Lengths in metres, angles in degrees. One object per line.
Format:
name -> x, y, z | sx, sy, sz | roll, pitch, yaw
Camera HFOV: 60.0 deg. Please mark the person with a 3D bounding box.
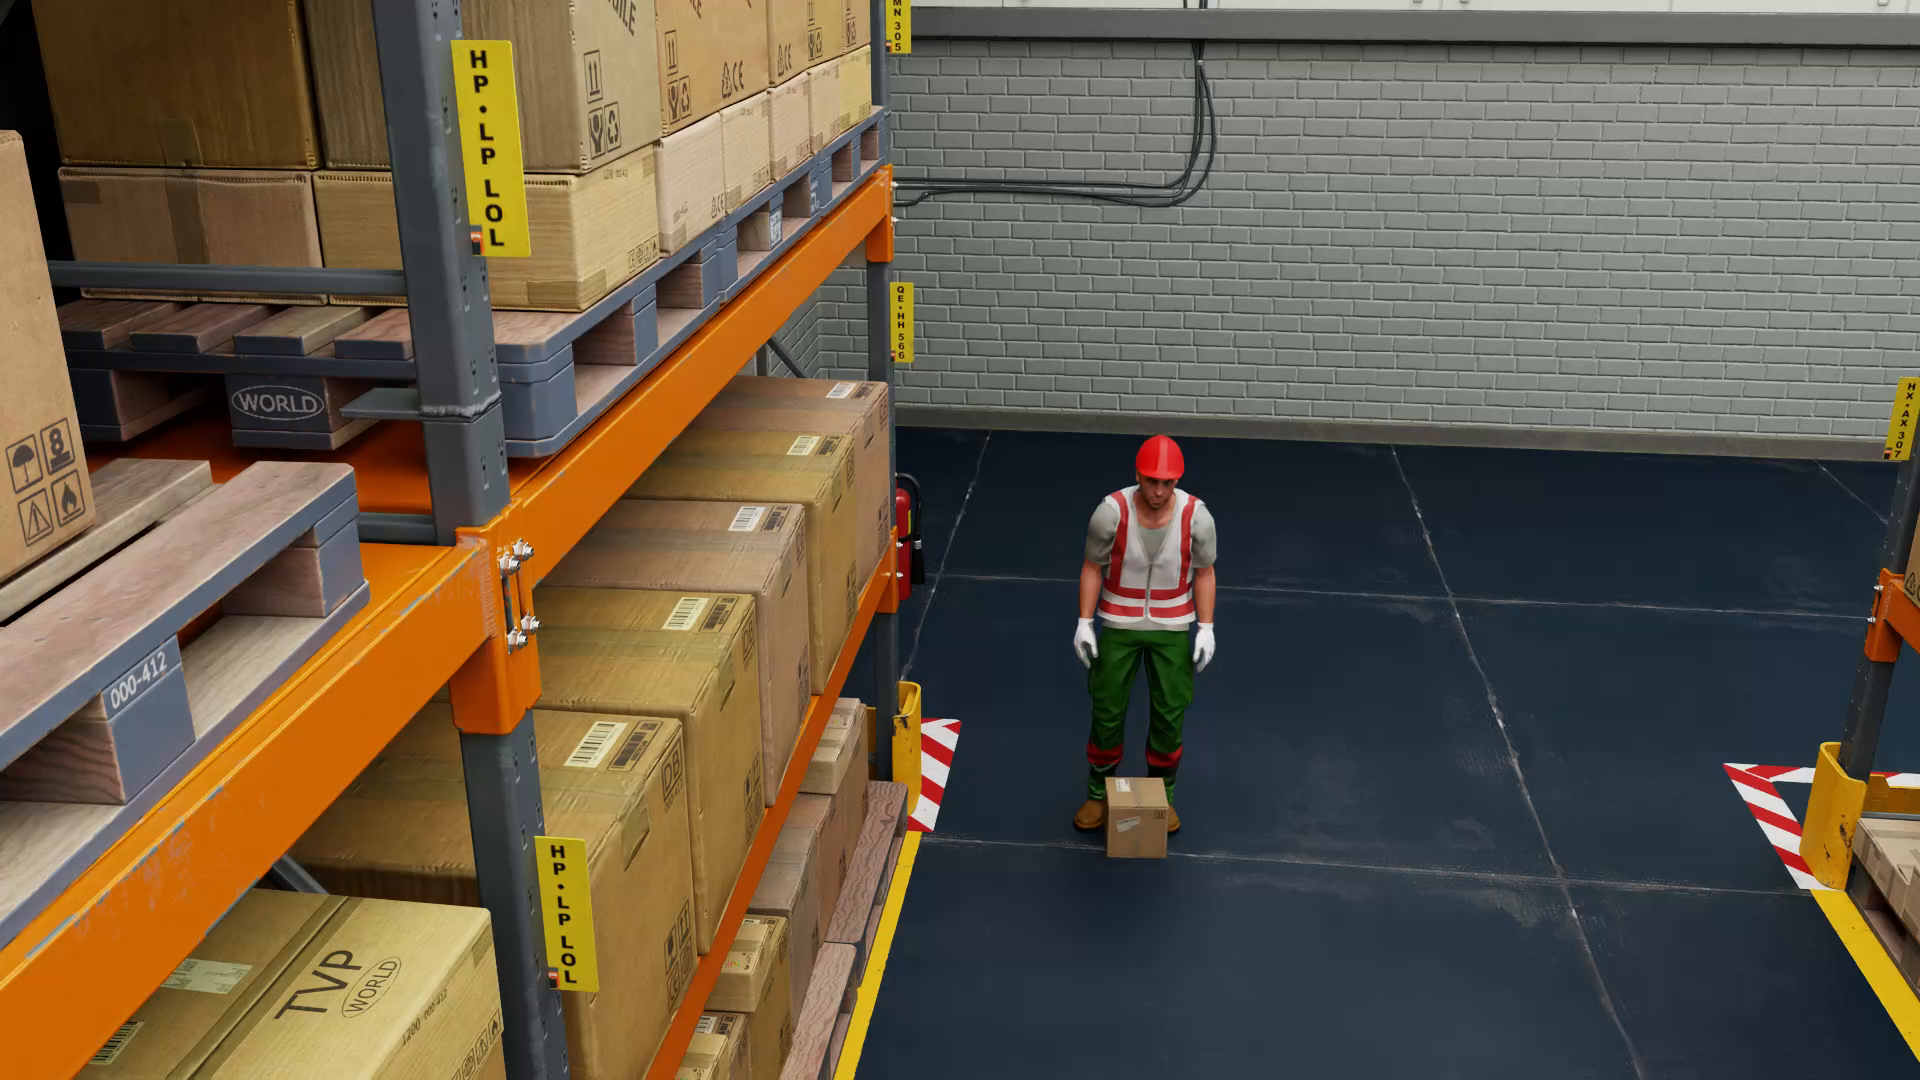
person -> 0.784, 0.393, 7.037 | 0.604, 1.777, 0.453 | 2, 21, 4
